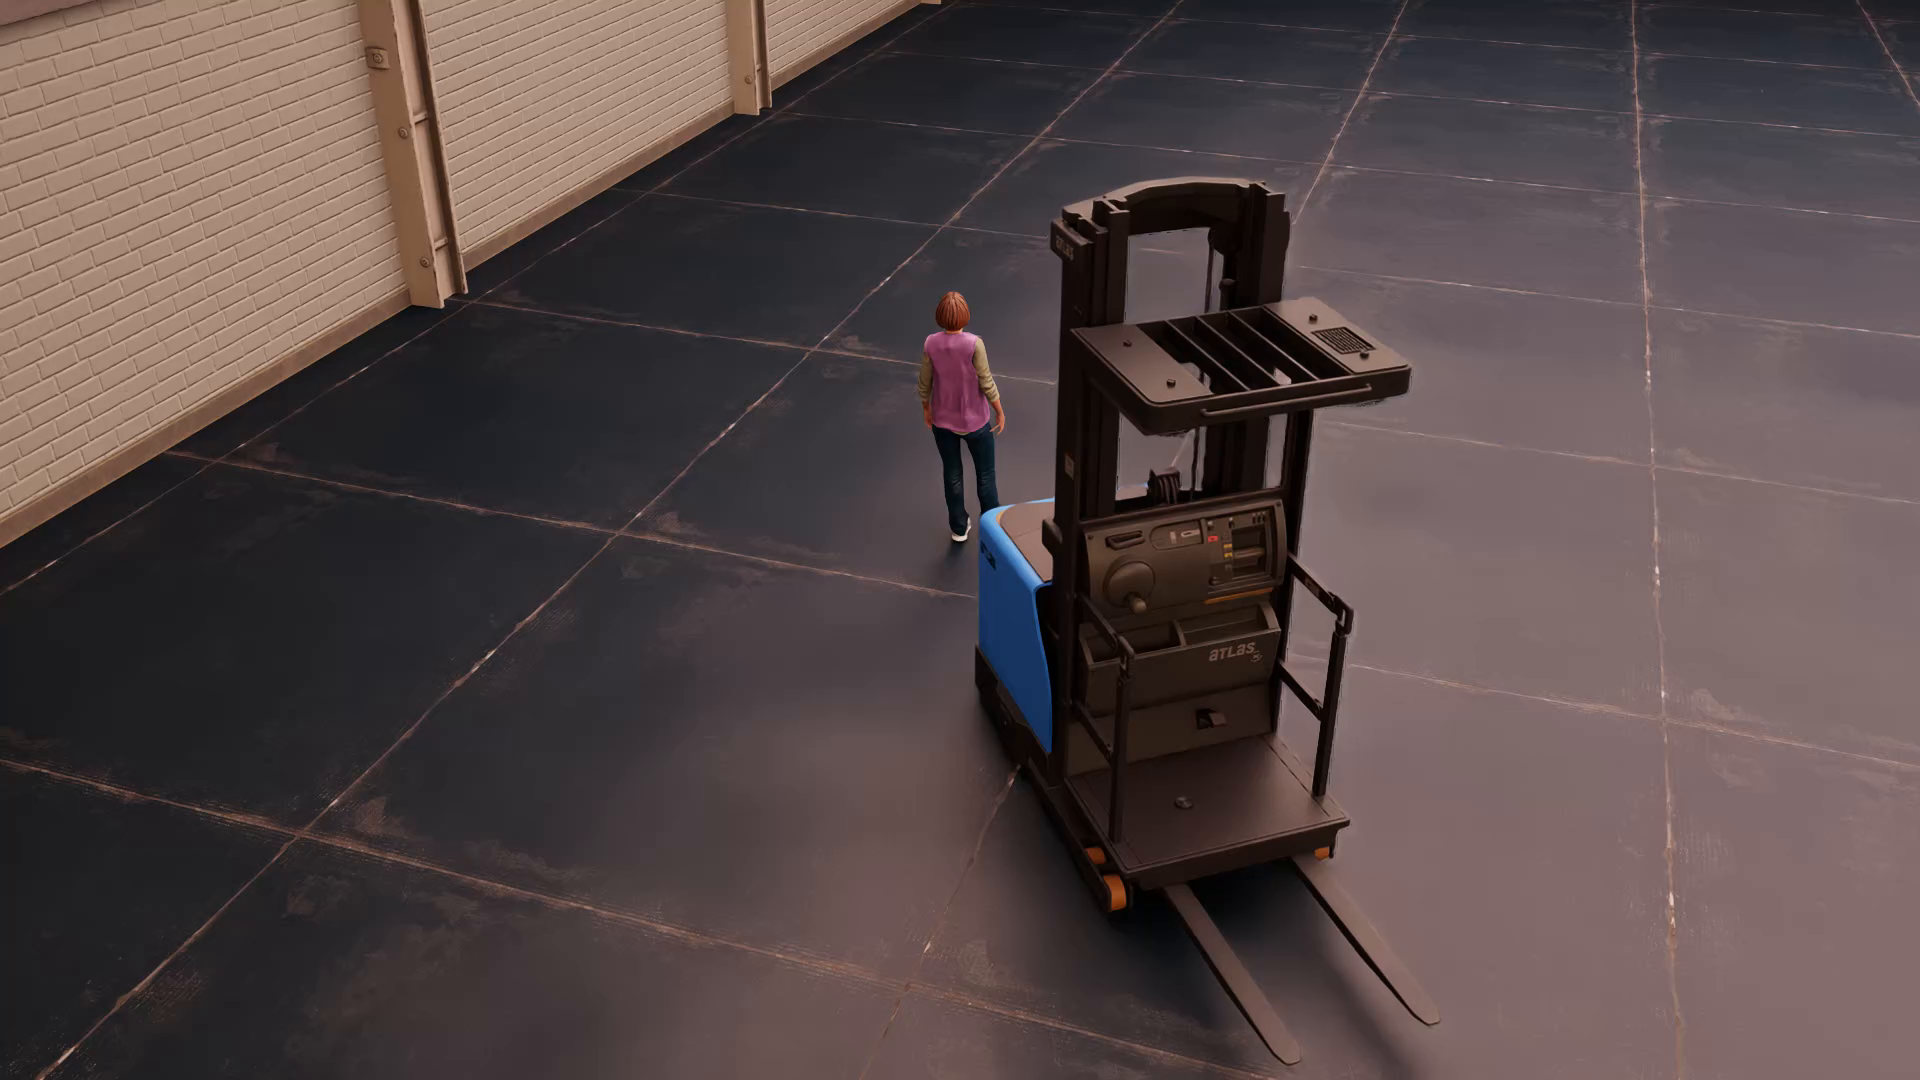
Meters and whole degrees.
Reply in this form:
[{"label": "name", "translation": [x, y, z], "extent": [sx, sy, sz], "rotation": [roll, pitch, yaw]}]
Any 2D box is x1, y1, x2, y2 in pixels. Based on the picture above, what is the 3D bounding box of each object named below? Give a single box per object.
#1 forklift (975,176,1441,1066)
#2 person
[{"label": "forklift", "translation": [1.041, 0.119, 6.929], "extent": [1.130, 2.935, 3.031], "rotation": [-10, 31, -17]}, {"label": "person", "translation": [0.037, -0.732, 9.754], "extent": [0.520, 1.596, 0.475], "rotation": [10, 31, 16]}]
